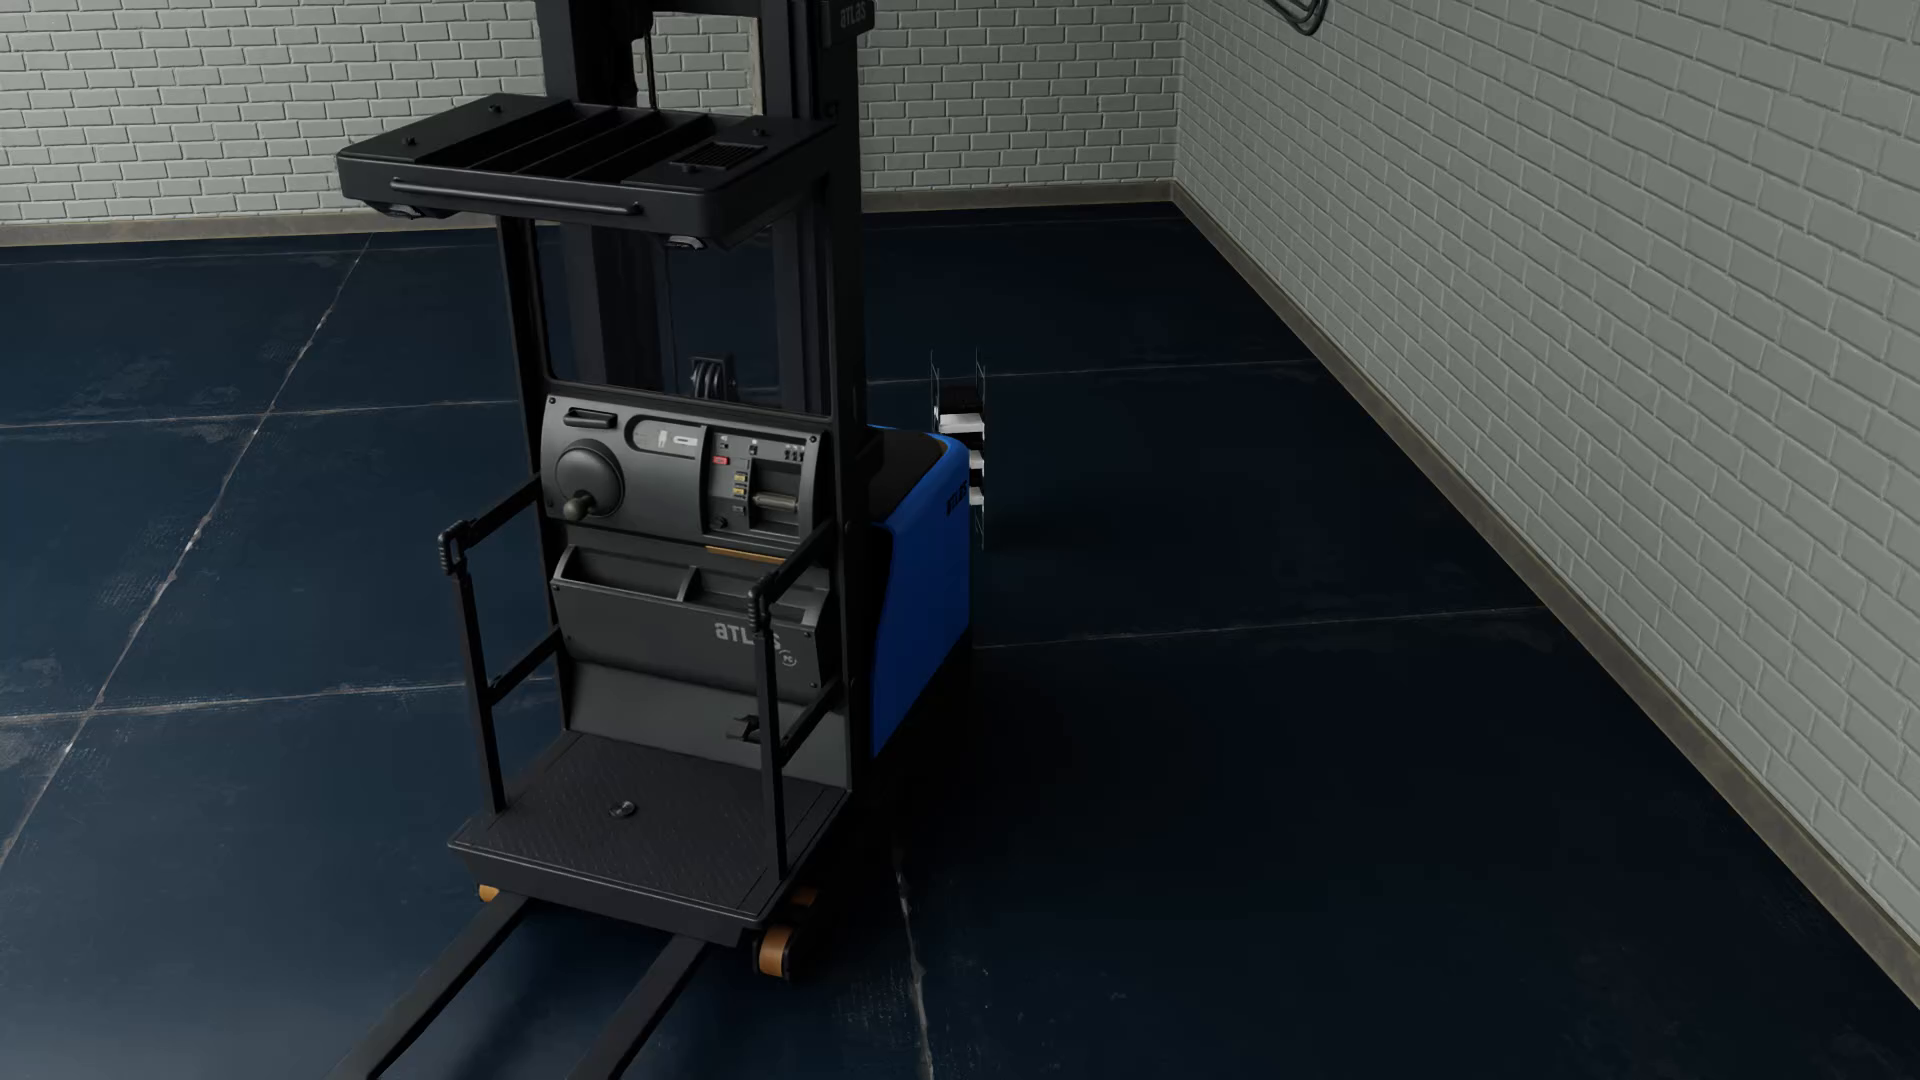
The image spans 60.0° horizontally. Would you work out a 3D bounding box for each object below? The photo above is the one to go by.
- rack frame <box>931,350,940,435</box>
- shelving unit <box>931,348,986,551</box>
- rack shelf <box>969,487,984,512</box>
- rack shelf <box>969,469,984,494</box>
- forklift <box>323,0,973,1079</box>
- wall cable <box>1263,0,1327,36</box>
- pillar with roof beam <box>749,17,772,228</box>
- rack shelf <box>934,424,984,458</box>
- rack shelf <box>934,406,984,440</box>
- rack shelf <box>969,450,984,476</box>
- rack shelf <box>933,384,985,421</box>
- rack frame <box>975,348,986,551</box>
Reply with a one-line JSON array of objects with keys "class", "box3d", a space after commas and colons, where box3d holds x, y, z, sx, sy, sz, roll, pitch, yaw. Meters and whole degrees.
[{"class": "rack frame", "box3d": [-0.109, -0.393, 7.531, 0.006, 0.900, 0.240, -4, 27, -7]}, {"class": "shelving unit", "box3d": [-0.008, -0.400, 7.544, 0.210, 0.900, 0.258, -4, 27, -7]}, {"class": "rack shelf", "box3d": [-0.008, -0.210, 7.641, 0.200, 0.077, 0.258, -4, 27, -7]}, {"class": "rack shelf", "box3d": [-0.008, -0.290, 7.600, 0.200, 0.077, 0.258, -4, 27, -7]}, {"class": "forklift", "box3d": [-0.924, -0.167, 4.866, 1.130, 2.935, 3.031, 9, 29, 17]}, {"class": "wall cable", "box3d": [1.816, -4.591, 10.242, 0.112, 2.526, 3.097, -4, 27, -7]}, {"class": "pillar with roof beam", "box3d": [-0.685, -4.437, 6.540, 0.400, 9.000, 9.100, -4, 27, -7]}, {"class": "rack shelf", "box3d": [-0.008, -0.450, 7.518, 0.200, 0.077, 0.258, -4, 27, -7]}, {"class": "rack shelf", "box3d": [-0.008, -0.530, 7.477, 0.200, 0.077, 0.258, -4, 27, -7]}, {"class": "rack shelf", "box3d": [-0.008, -0.370, 7.559, 0.200, 0.077, 0.258, -4, 27, -7]}, {"class": "rack shelf", "box3d": [-0.008, -0.610, 7.436, 0.200, 0.077, 0.258, -4, 27, -7]}, {"class": "rack frame", "box3d": [0.093, -0.406, 7.556, 0.006, 0.900, 0.240, -4, 27, -7]}]
